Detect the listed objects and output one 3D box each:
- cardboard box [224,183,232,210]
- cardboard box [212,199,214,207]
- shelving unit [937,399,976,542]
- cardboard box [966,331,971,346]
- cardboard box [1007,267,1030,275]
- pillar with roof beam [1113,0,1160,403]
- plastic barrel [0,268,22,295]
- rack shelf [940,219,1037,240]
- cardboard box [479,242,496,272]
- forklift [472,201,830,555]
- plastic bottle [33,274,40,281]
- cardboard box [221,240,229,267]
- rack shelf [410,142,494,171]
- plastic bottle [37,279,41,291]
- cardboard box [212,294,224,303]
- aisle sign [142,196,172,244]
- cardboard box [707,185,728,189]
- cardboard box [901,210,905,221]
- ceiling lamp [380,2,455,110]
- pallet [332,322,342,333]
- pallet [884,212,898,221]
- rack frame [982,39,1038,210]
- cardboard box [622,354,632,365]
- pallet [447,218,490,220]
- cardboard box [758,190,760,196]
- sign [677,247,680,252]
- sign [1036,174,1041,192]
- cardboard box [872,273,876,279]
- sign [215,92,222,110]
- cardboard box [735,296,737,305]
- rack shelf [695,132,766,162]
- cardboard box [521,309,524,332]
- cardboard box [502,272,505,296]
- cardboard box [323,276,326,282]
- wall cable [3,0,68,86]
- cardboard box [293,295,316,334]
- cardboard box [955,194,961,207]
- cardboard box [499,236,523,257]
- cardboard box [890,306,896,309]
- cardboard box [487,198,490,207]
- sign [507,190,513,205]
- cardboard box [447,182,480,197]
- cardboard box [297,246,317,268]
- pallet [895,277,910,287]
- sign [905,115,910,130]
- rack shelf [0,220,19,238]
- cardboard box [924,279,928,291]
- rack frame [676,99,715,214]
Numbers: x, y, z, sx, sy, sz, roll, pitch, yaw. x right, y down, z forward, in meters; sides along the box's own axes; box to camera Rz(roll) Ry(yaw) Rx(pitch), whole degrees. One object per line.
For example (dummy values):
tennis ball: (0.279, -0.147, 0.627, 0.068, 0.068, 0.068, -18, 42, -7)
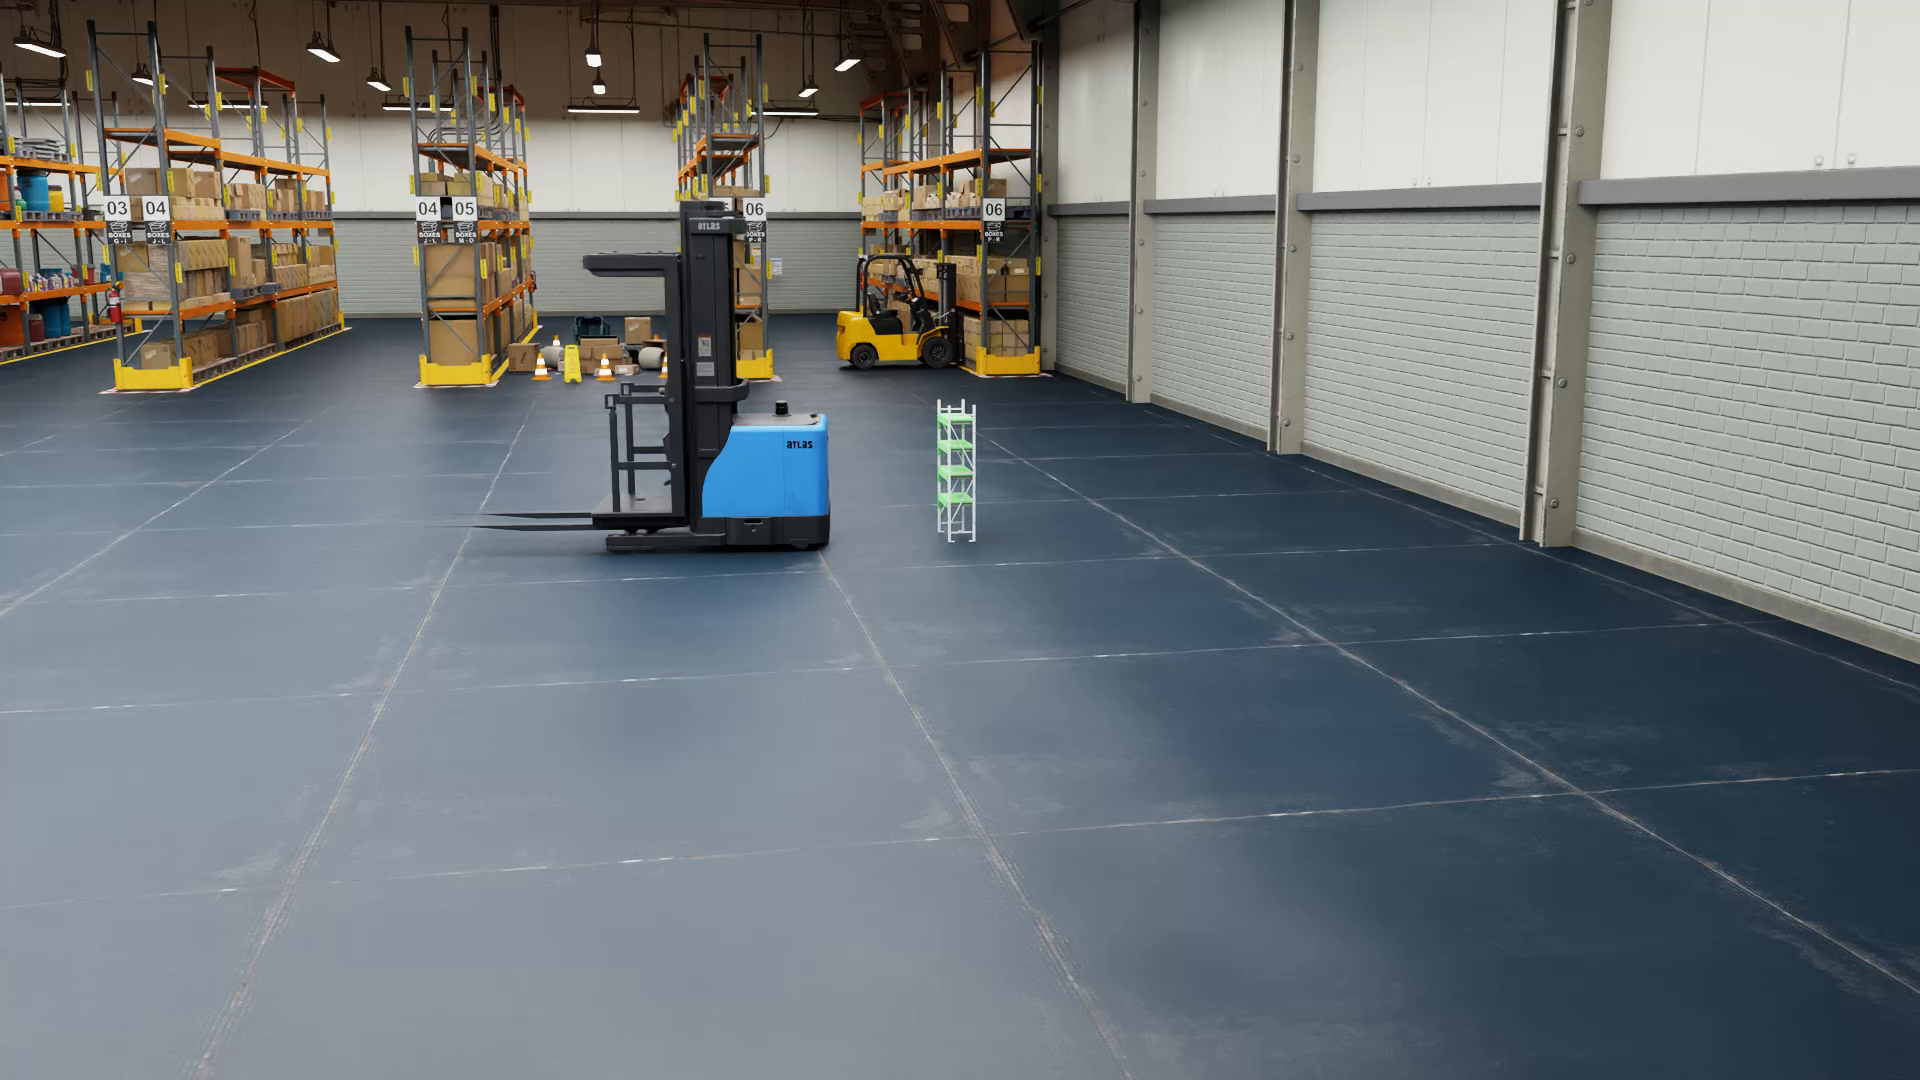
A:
cardboard box: (-14.463, -6.606, 31.961, 0.797, 0.503, 0.637, -3, 11, -14)
cardboard box: (-14.026, -6.237, 30.757, 0.380, 0.149, 0.250, -3, 11, -14)
shelving unit: (-0.032, -0.620, 14.744, 0.258, 1.200, 0.503, -2, 11, -11)
cardboard box: (0.410, -3.865, 31.875, 0.500, 0.250, 0.500, -2, 11, -12)
cardboard box: (1.087, -5.033, 31.116, 0.380, 0.149, 0.250, -2, 11, -12)
pillar with roof beam: (-1.409, -6.444, 24.488, 9.100, 9.000, 0.548, -2, 11, -11)
plastic barrel: (-19.718, -5.332, 34.325, 0.600, 0.536, 0.708, -2, 11, -11)
rack shelf: (0.509, -6.081, 32.524, 1.077, 0.370, 4.000, -2, 11, -11)
cardboard box: (-9.325, -5.386, 31.684, 0.875, 0.550, 0.550, -2, 11, -11)
forklift: (-2.662, -1.419, 14.314, 3.031, 2.935, 1.130, -1, 11, -4)
plastic bottle: (-20.292, -5.660, 36.542, 0.144, 0.351, 0.185, -2, 11, -11)
cardboard box: (-14.111, -5.400, 31.307, 0.500, 0.500, 0.500, -2, 11, -11)
rack shelf: (-9.195, -6.978, 30.286, 1.077, 0.370, 4.000, -2, 11, -11)
plastic bottle: (-20.029, -5.541, 36.131, 0.097, 0.271, 0.097, 0, 11, 0)
cardboard box: (-13.952, -4.498, 30.977, 0.380, 0.149, 0.250, -2, 11, -11)
aisle sign: (-13.385, -5.329, 27.719, 0.394, 0.787, 0.004, -2, 11, -11)
cardboard box: (-4.986, -7.100, 33.894, 0.500, 0.250, 0.500, -2, 11, -10)
cardboard box: (-1.094, -7.638, 39.185, 0.500, 0.250, 0.500, -2, 11, -11)
ceiling lamp: (-14.838, -13.386, 45.346, 2.000, 3.185, 0.800, -2, 11, -11)
pallet: (-16.570, -5.473, 42.887, 1.003, 0.211, 1.213, -2, 11, -11)
pallet: (-1.173, -7.864, 40.470, 1.213, 0.211, 1.003, -2, 11, -11)
rack frame: (0.898, -7.541, 30.249, 1.000, 3.000, 0.127, -2, 11, -11)
cardboard box: (-6.695, -3.576, 32.773, 0.396, 0.266, 0.258, 9, 14, 38)
pallet: (-9.811, -6.494, 33.281, 0.805, 0.209, 1.217, -3, 11, -13)
cardboard box: (-3.868, -6.370, 30.656, 0.380, 0.149, 0.250, -2, 11, -11)
sign: (-7.628, -7.792, 45.087, 0.100, 0.325, 0.005, -2, 11, -11)
sign: (1.444, -6.555, 30.540, 0.100, 0.325, 0.005, -2, 11, -11)
cardboard box: (-2.146, -7.049, 44.381, 0.380, 0.149, 0.250, -2, 11, -10)
sign: (-13.933, -8.247, 31.249, 0.100, 0.325, 0.005, -2, 11, -11)
cardboard box: (-4.253, -4.350, 30.201, 0.380, 0.149, 0.250, -2, 11, -9)
rack shelf: (-4.359, -7.372, 31.292, 1.077, 0.370, 4.000, -2, 11, -11)
cardboard box: (-10.749, -5.267, 39.907, 0.500, 0.500, 0.500, -2, 11, -12)
cardboard box: (-9.521, -5.196, 33.704, 0.500, 0.500, 0.500, -2, 11, -11)
cardboard box: (-16.113, -6.530, 41.652, 0.380, 0.149, 0.250, -2, 11, -10)
wall cable: (-26.439, -13.845, 46.001, 3.097, 2.526, 0.112, -2, 11, -11)
cardboard box: (-15.881, -5.299, 39.074, 1.225, 0.875, 0.875, -2, 11, -11)
cardboard box: (0.111, -6.707, 32.859, 0.396, 0.266, 0.258, -2, 11, -12)
cardboard box: (-10.989, -7.193, 40.729, 0.500, 0.500, 0.500, -2, 11, -10)
cardboard box: (-1.449, -5.579, 41.547, 0.500, 0.500, 0.500, -2, 11, -12)
cardboard box: (-9.002, -6.312, 31.095, 0.380, 0.149, 0.250, -2, 11, -10)
sign: (-9.816, -7.466, 36.285, 0.100, 0.325, 0.005, -2, 11, -11)
cardboard box: (-8.648, -6.113, 28.986, 0.500, 0.250, 0.500, -2, 11, -11)
cardboard box: (-15.955, -6.882, 40.430, 0.500, 0.500, 0.500, -2, 11, -11)
pallet: (-0.859, -6.089, 39.176, 1.213, 0.211, 1.003, -2, 11, -11)
sign: (-1.188, -9.484, 37.750, 0.100, 0.325, 0.005, -2, 11, -11)
rack shelf: (-19.716, -6.093, 32.586, 1.077, 0.370, 4.000, -2, 11, -11)
cardboard box: (-0.512, -5.615, 36.578, 0.500, 0.250, 0.500, -2, 11, -9)
rack frame: (-7.082, -10.294, 44.715, 1.000, 3.000, 0.127, -2, 11, -11)
